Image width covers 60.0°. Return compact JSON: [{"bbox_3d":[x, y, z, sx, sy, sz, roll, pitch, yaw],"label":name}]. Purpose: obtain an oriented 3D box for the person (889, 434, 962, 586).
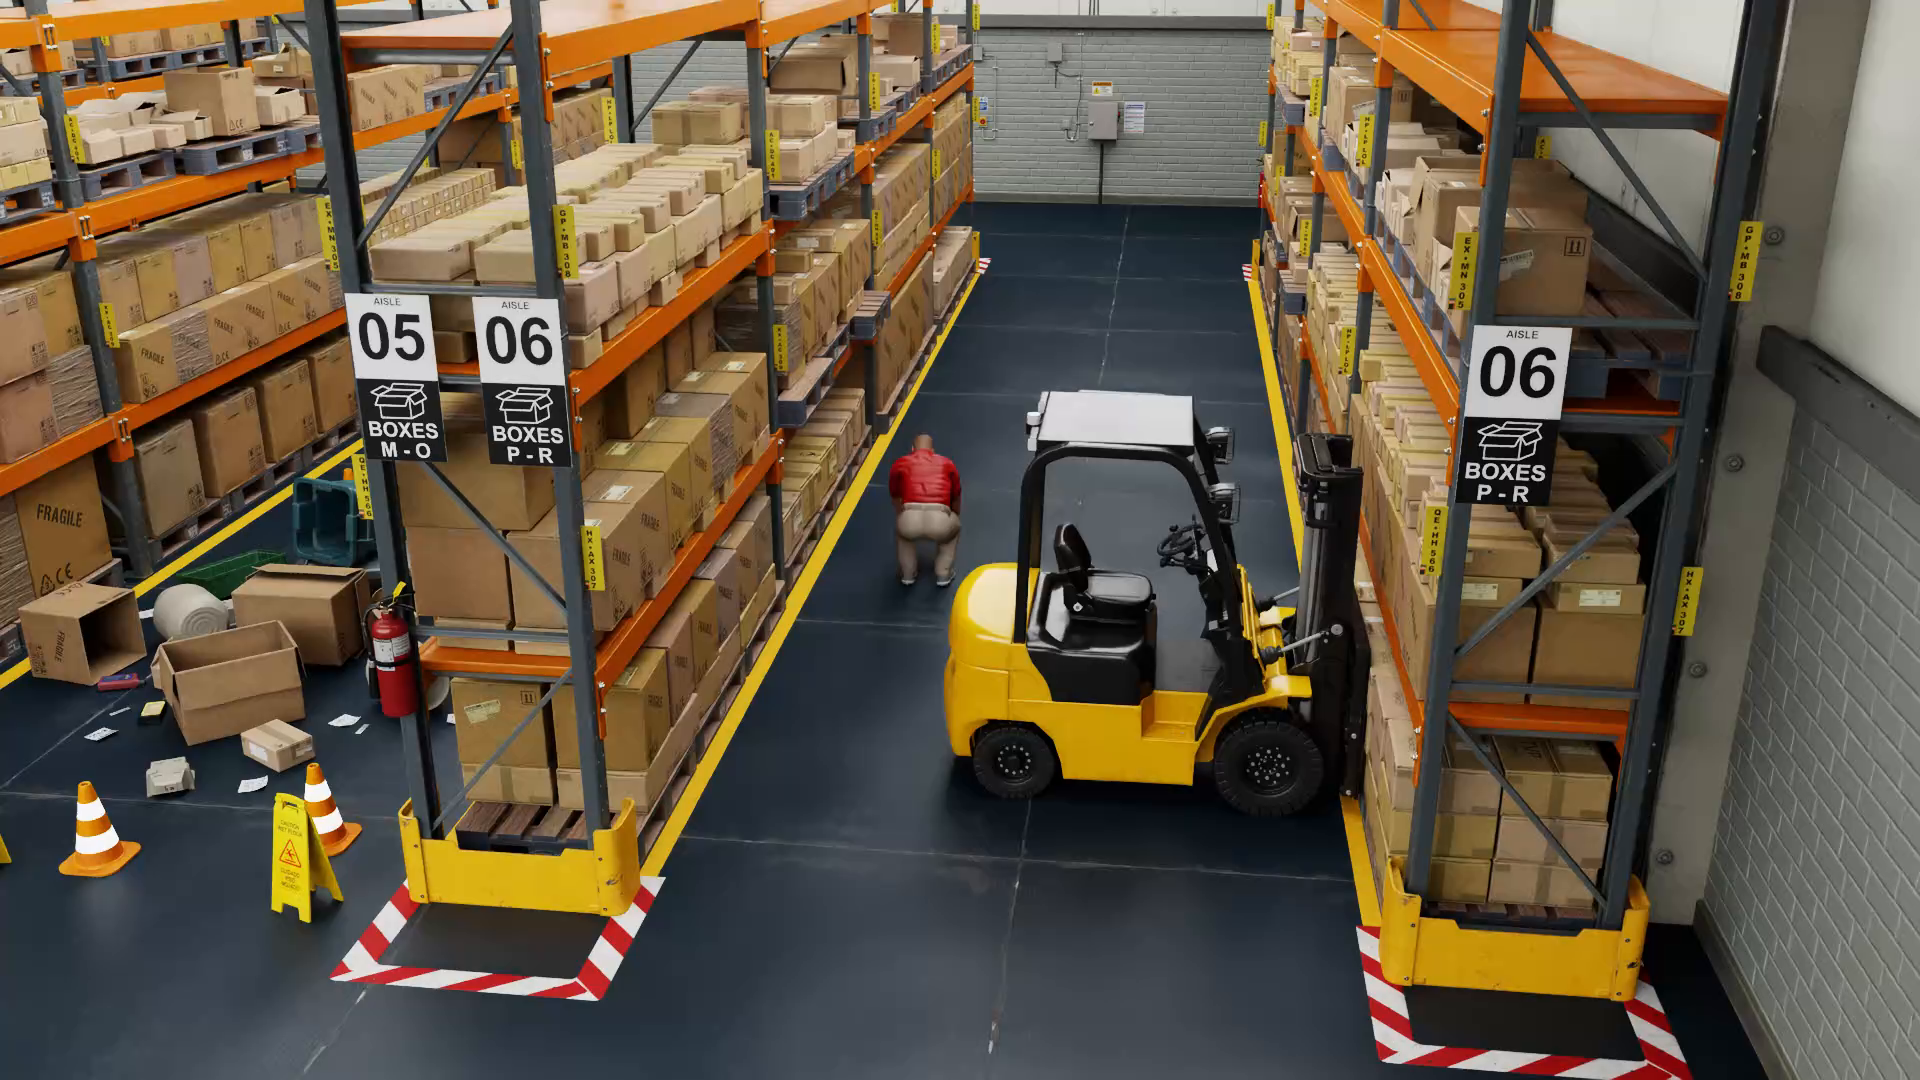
[{"bbox_3d":[-0.276,-0.222,12.667,0.570,1.028,0.871,2,21,5],"label":"person"}]
